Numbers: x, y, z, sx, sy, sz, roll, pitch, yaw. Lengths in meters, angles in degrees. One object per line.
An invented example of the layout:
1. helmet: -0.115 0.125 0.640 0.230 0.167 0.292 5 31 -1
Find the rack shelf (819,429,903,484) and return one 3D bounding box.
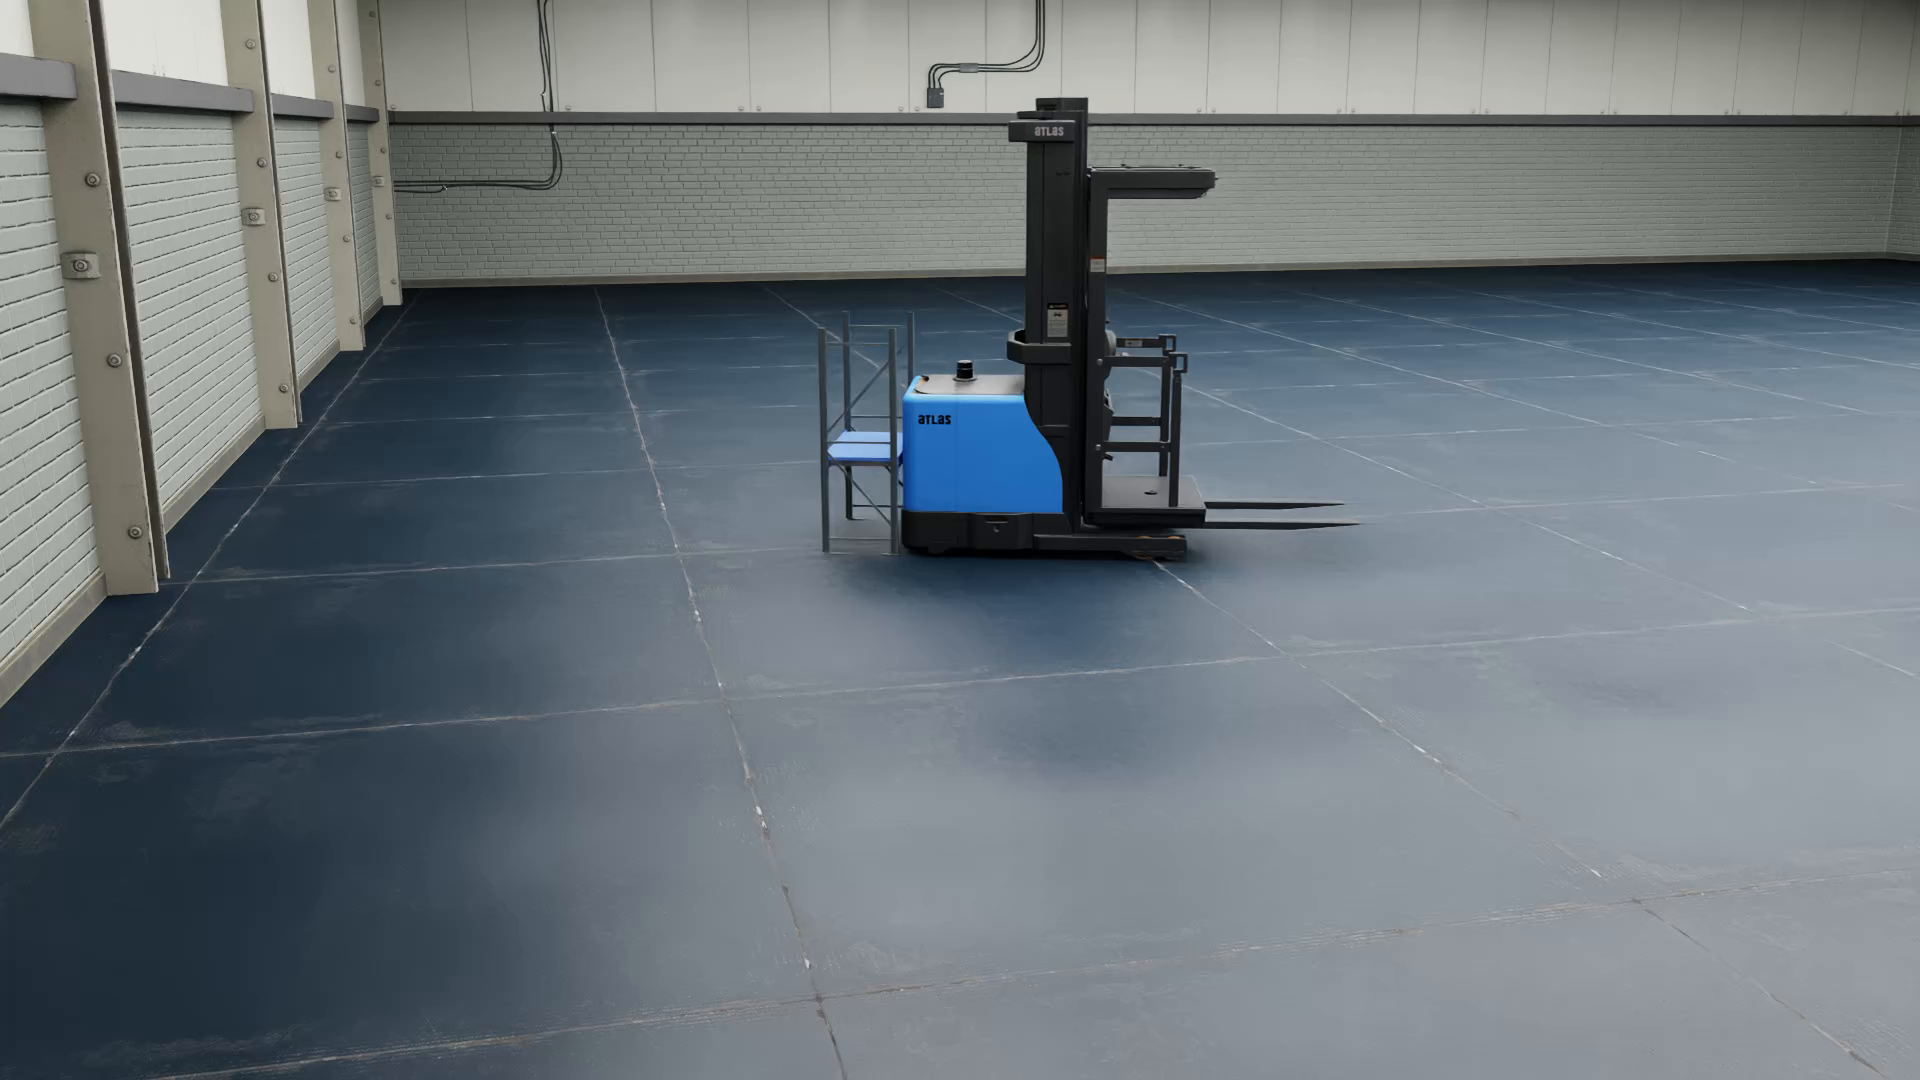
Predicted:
1. rack shelf: -0.617 -0.577 11.388 0.538 0.185 1.000 1 14 5

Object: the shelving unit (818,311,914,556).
1. shelving unit: -0.617 -0.752 11.346 0.538 1.500 1.048 1 14 5

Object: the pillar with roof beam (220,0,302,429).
1. pillar with roof beam: -2.310 -5.713 15.848 9.100 9.000 0.400 -3 14 -13

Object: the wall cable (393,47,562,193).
1. wall cable: -8.719 -7.486 29.649 3.097 2.526 0.112 -3 14 -13

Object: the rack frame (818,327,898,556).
1. rack frame: -0.661 -0.632 10.854 0.500 1.500 0.032 1 14 5

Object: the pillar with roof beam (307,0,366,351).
1. pillar with roof beam: -3.719 -7.097 21.514 9.100 9.000 0.400 -3 14 -13

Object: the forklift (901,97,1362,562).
1. forklift: 1.146 -1.413 11.036 3.031 2.935 1.130 1 14 3

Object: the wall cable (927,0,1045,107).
1. wall cable: 0.512 -11.172 31.028 2.305 6.003 0.169 -3 14 -13

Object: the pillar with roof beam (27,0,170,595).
1. pillar with roof beam: -0.901 -4.328 10.183 9.100 9.000 0.400 -3 14 -13

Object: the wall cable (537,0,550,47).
1. wall cable: -6.090 -10.090 29.667 3.097 2.526 0.112 -3 14 -13

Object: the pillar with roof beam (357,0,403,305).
1. pillar with roof beam: -5.128 -8.481 27.180 9.100 9.000 0.400 -3 14 -13

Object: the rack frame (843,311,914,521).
1. rack frame: -0.573 -0.872 11.838 0.500 1.500 0.032 1 14 5
